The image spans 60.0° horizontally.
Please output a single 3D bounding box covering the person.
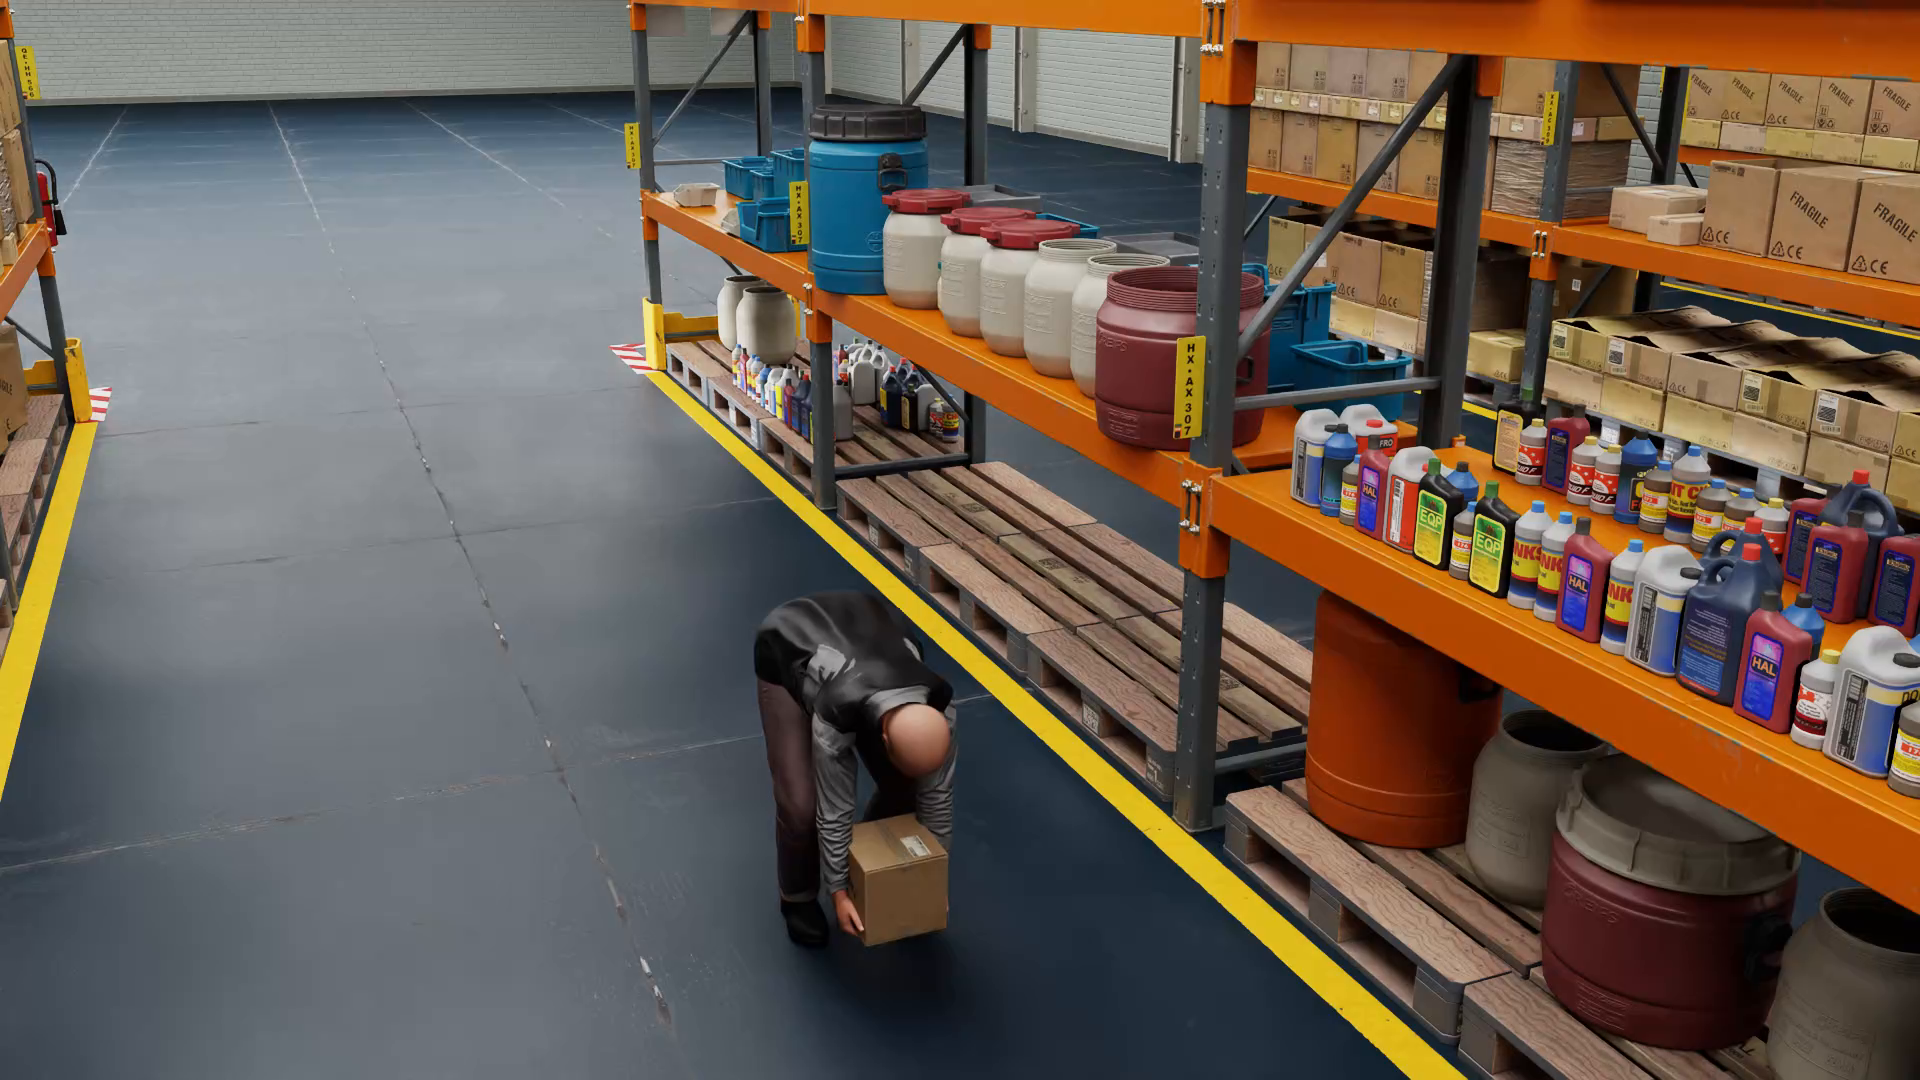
[{"bbox_3d":[-0.278,0.733,4.925,0.480,1.088,0.961,-9,21,-24],"label":"person"}]
